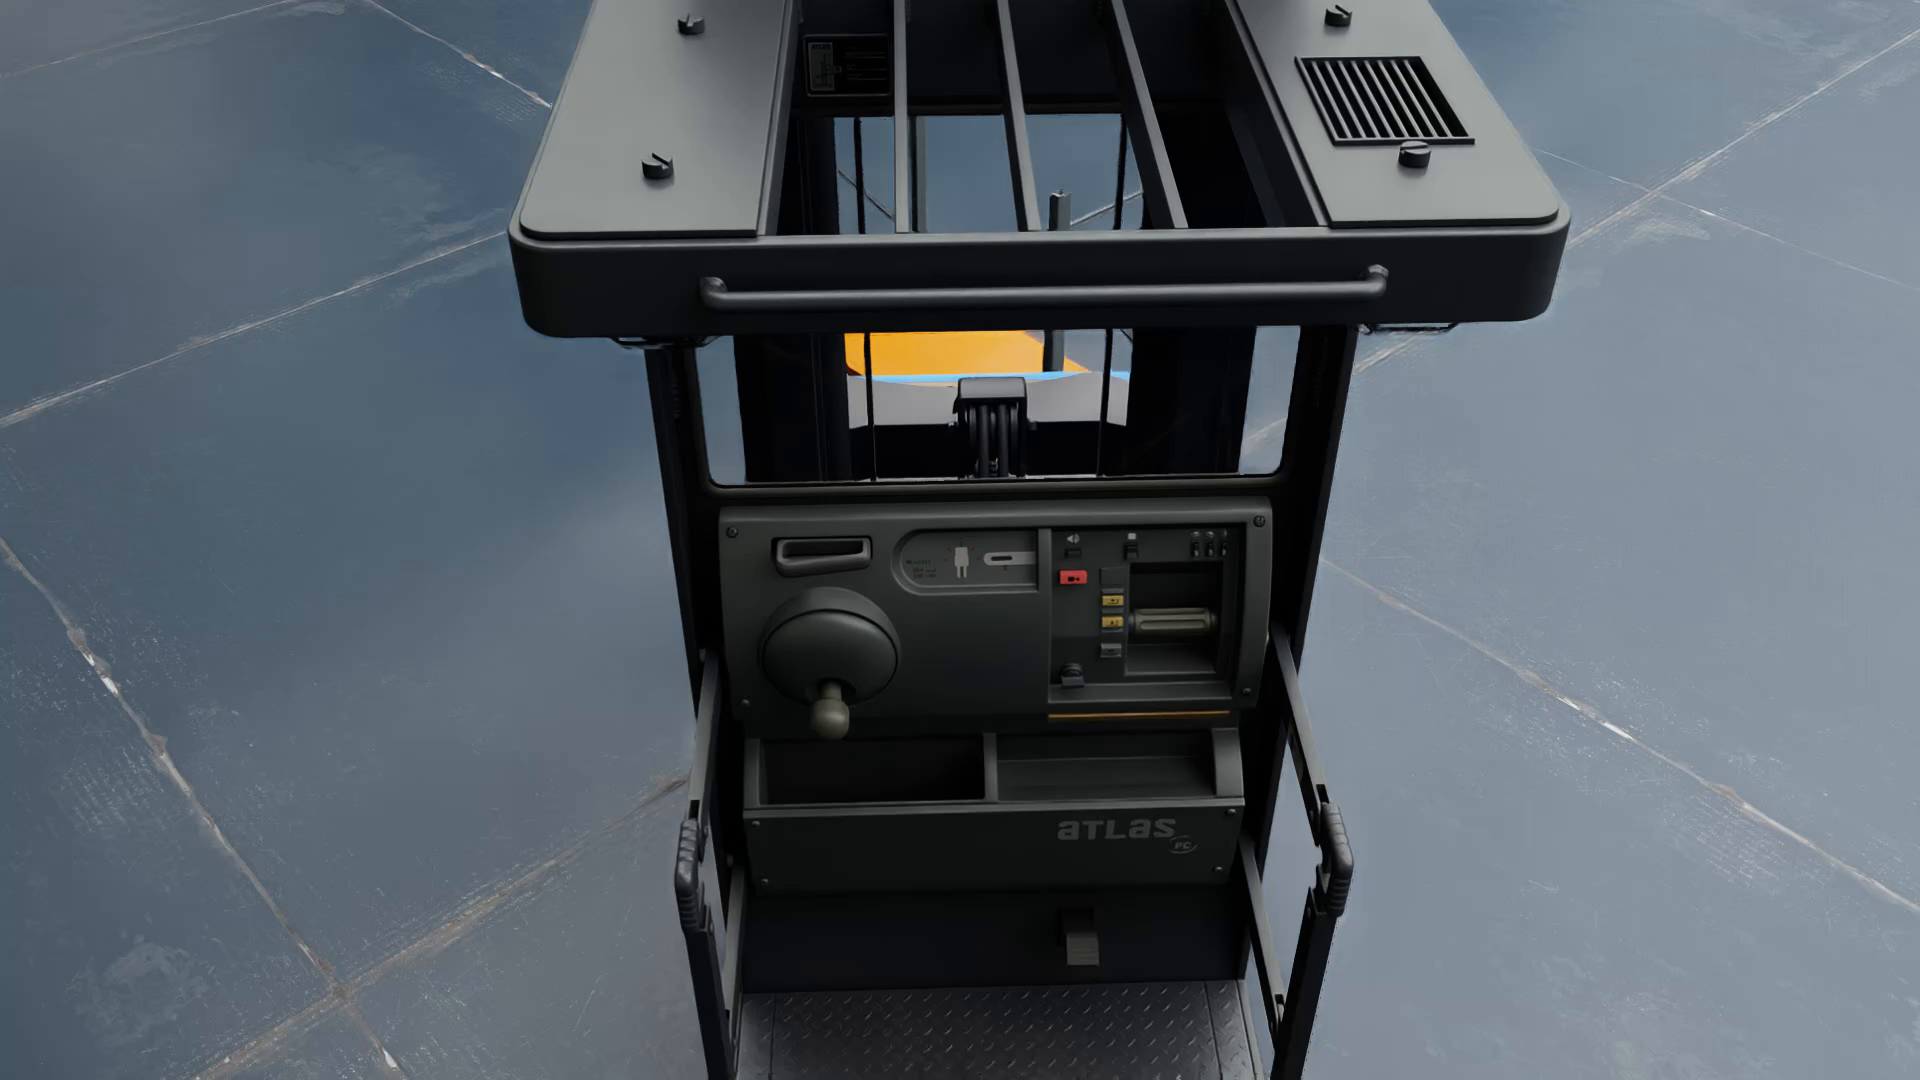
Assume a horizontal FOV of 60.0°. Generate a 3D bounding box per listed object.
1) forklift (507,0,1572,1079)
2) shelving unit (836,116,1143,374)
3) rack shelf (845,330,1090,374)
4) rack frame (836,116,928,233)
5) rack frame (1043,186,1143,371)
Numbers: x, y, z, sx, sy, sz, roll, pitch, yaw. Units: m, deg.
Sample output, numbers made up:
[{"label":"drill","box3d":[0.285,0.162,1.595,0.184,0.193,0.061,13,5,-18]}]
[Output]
[{"label":"forklift","box3d":[0.072,0.208,2.660,1.130,2.935,3.031,-1,39,-1]},{"label":"shelving unit","box3d":[0.048,-0.565,4.756,0.587,1.500,1.083,-30,48,-32]},{"label":"rack shelf","box3d":[0.054,-0.421,4.864,0.538,0.185,1.000,-30,48,-32]},{"label":"rack frame","box3d":[-0.292,-0.795,5.040,0.500,1.500,0.032,-30,48,-32]},{"label":"rack frame","box3d":[0.401,-0.327,4.461,0.500,1.500,0.032,-30,48,-32]}]
